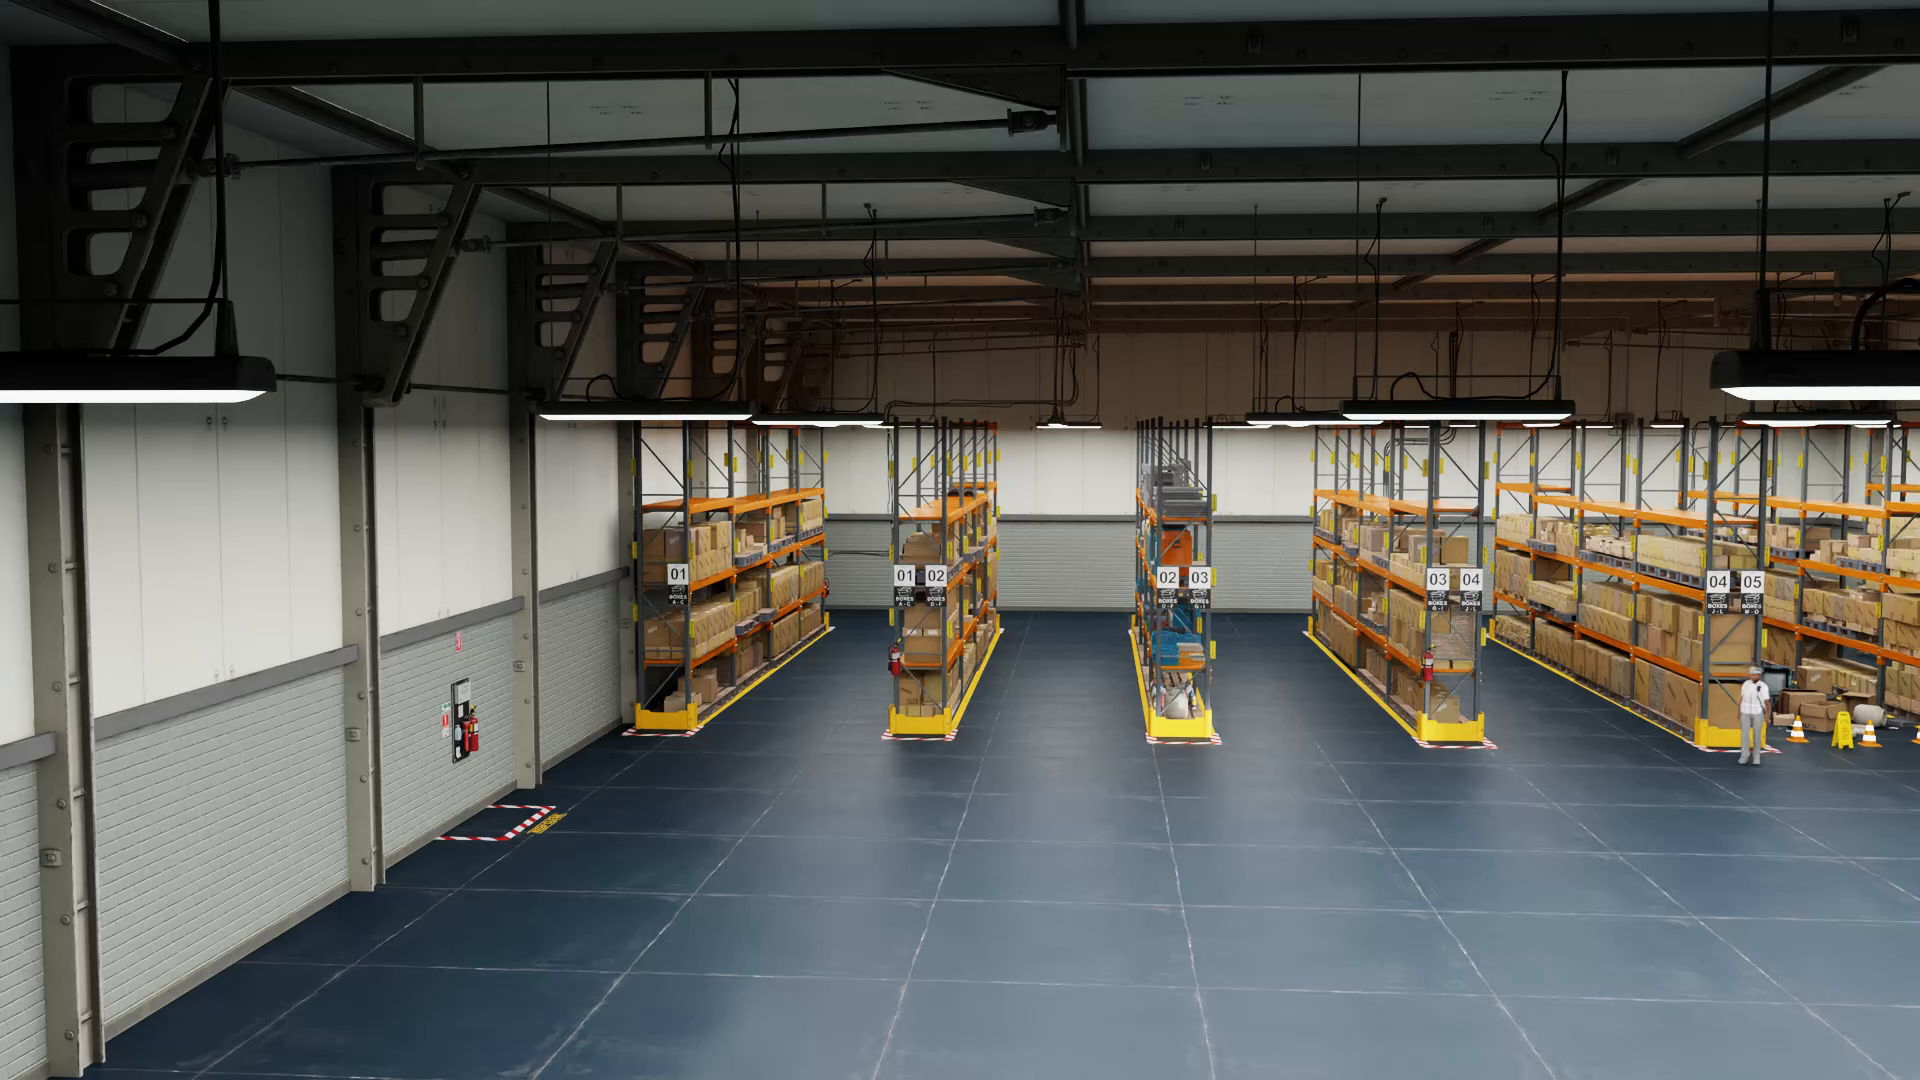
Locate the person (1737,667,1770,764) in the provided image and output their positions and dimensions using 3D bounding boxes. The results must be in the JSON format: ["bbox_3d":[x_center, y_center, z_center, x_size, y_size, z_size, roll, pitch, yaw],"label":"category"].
[{"bbox_3d":[13.645,3.006,28.613,0.524,1.686,0.350,3,5,40],"label":"person"}]

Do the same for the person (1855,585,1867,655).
[{"bbox_3d":[22.970,2.060,42.433,0.628,1.822,0.532,-1,4,-18],"label":"person"}]
